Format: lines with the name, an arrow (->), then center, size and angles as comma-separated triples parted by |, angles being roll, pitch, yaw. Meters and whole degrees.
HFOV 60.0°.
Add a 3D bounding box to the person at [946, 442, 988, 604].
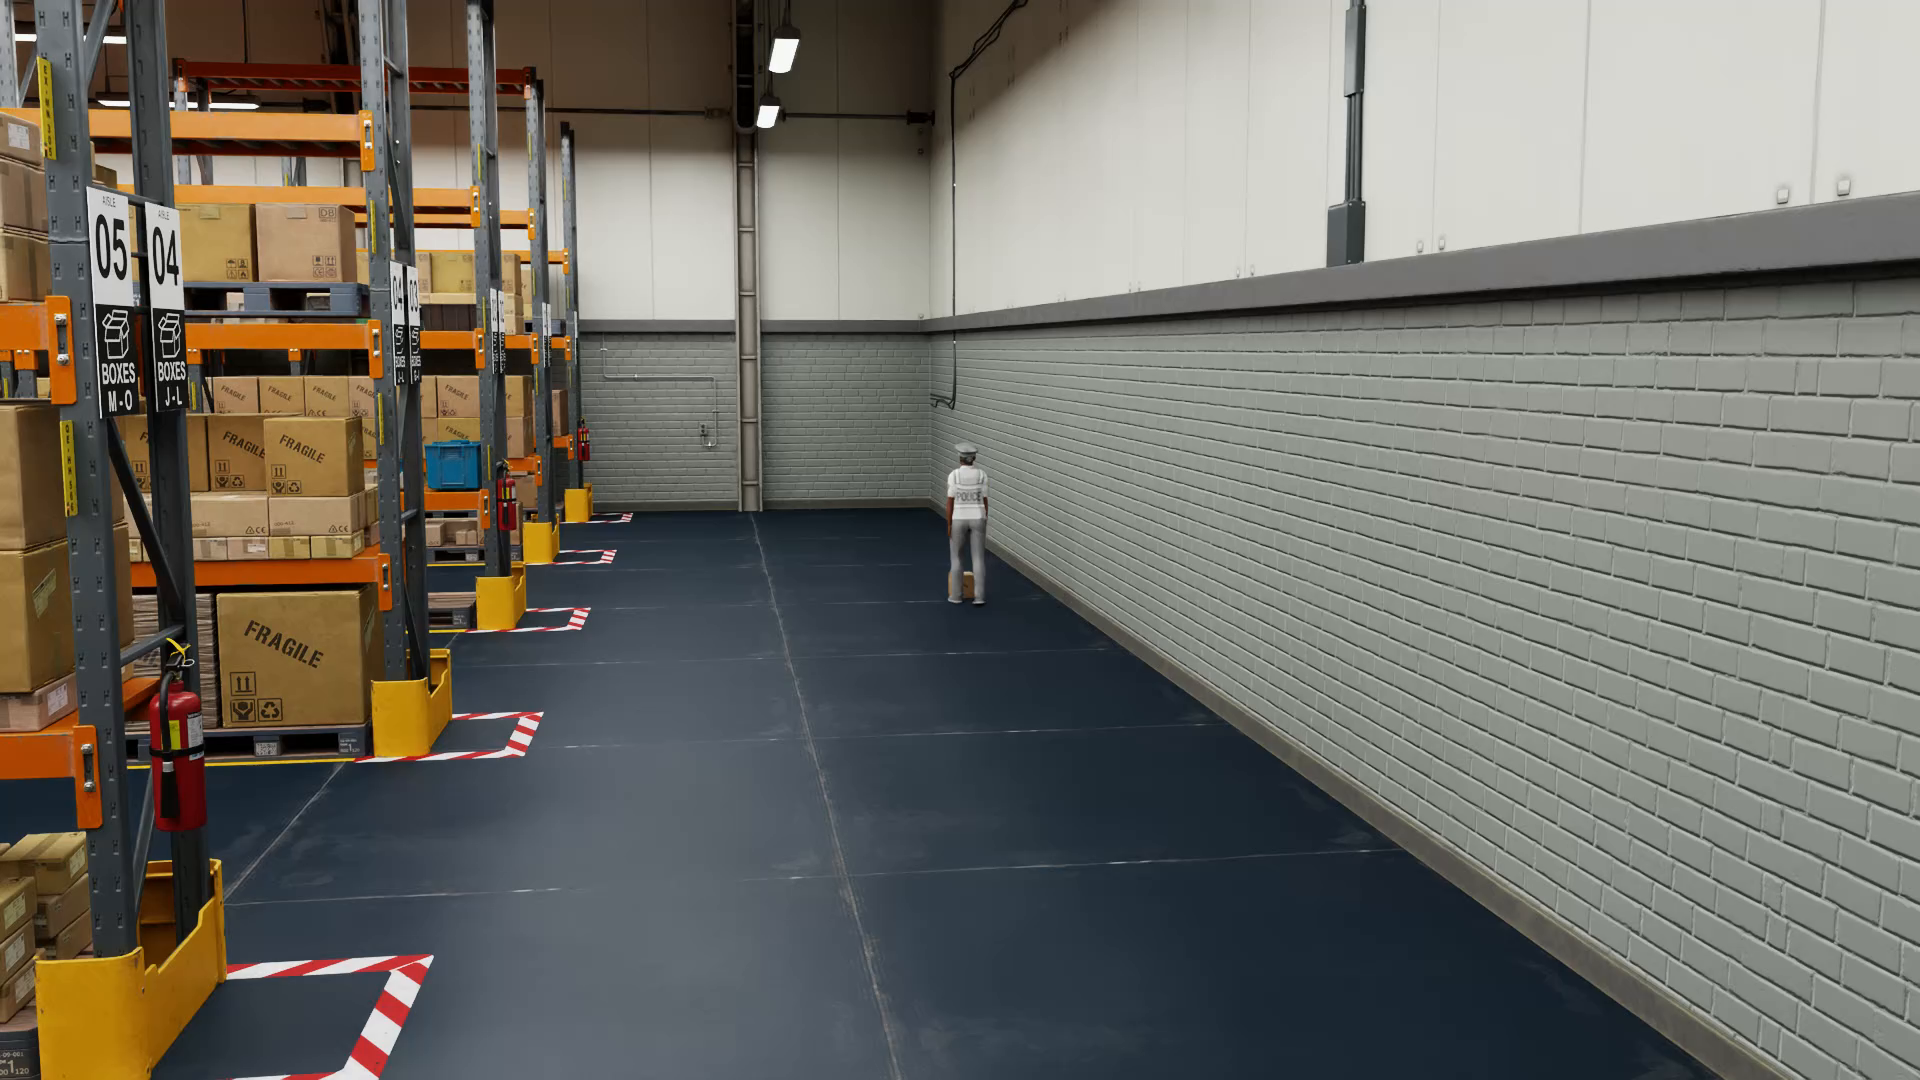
person -> 0.071, -0.168, 17.258 | 0.436, 1.687, 0.376 | -1, 7, -8
